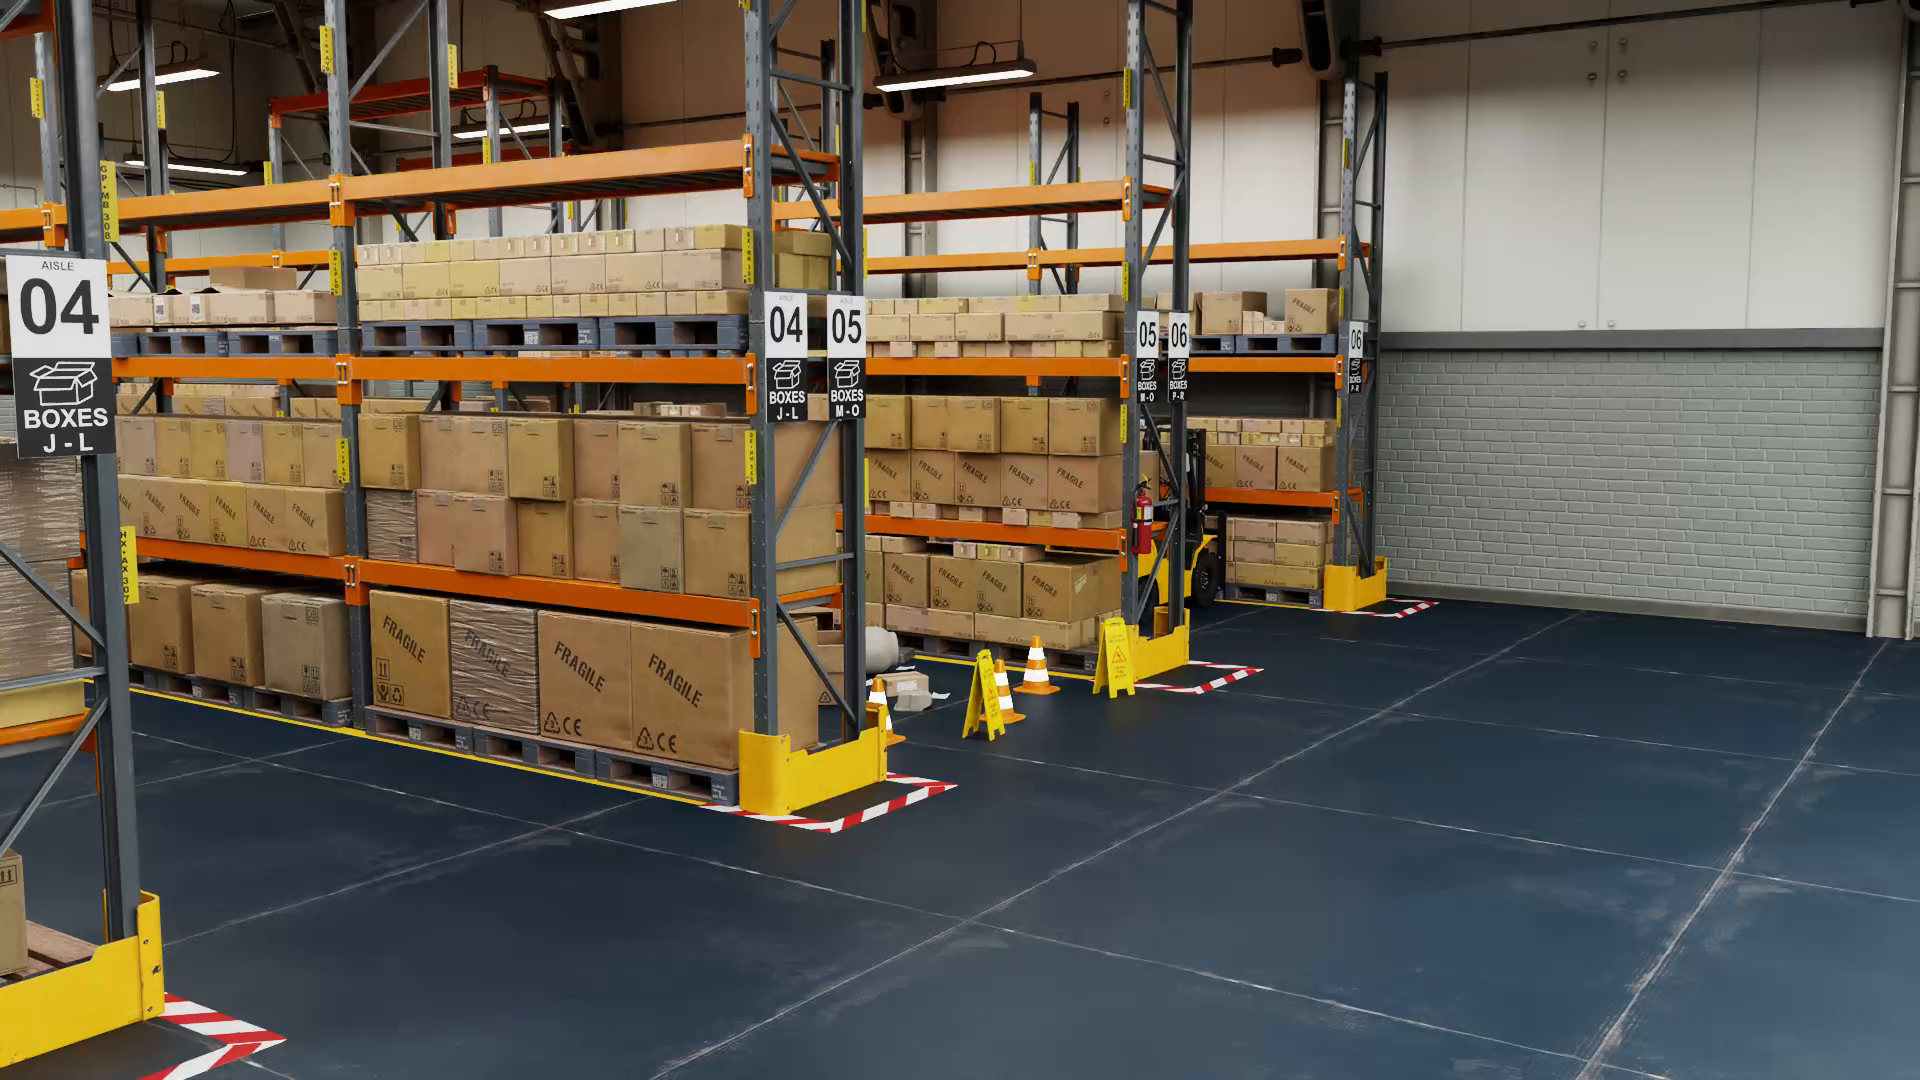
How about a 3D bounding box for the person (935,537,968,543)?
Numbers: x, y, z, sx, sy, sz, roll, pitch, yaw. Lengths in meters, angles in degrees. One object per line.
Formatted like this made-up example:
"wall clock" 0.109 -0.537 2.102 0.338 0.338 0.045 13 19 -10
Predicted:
"person" 0.010 -0.092 18.288 0.642 1.779 0.573 4 8 34
